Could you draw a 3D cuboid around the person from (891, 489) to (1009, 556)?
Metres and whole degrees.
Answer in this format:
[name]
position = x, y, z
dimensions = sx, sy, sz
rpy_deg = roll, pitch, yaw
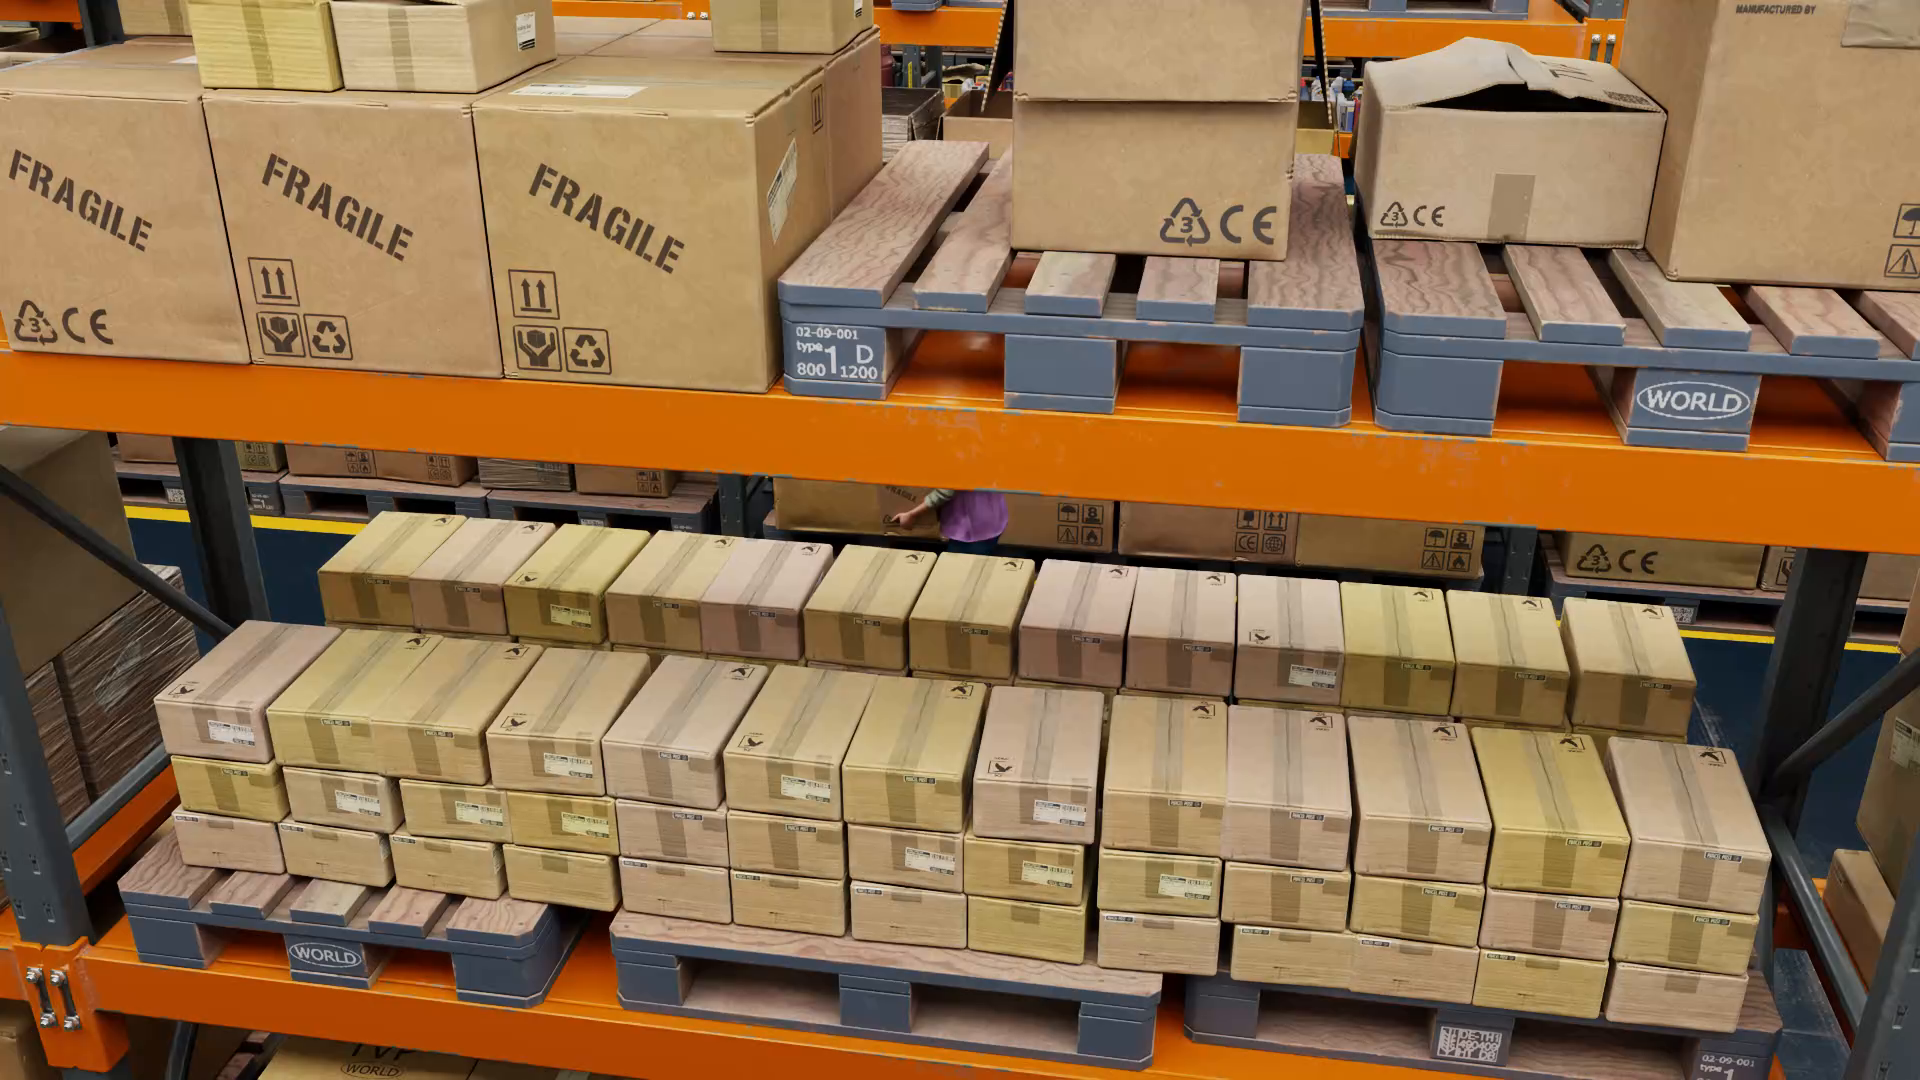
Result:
[person]
position = -0.030, -0.049, 7.234
dimensions = 0.492, 1.587, 0.405
rpy_deg = 5, 26, 11
